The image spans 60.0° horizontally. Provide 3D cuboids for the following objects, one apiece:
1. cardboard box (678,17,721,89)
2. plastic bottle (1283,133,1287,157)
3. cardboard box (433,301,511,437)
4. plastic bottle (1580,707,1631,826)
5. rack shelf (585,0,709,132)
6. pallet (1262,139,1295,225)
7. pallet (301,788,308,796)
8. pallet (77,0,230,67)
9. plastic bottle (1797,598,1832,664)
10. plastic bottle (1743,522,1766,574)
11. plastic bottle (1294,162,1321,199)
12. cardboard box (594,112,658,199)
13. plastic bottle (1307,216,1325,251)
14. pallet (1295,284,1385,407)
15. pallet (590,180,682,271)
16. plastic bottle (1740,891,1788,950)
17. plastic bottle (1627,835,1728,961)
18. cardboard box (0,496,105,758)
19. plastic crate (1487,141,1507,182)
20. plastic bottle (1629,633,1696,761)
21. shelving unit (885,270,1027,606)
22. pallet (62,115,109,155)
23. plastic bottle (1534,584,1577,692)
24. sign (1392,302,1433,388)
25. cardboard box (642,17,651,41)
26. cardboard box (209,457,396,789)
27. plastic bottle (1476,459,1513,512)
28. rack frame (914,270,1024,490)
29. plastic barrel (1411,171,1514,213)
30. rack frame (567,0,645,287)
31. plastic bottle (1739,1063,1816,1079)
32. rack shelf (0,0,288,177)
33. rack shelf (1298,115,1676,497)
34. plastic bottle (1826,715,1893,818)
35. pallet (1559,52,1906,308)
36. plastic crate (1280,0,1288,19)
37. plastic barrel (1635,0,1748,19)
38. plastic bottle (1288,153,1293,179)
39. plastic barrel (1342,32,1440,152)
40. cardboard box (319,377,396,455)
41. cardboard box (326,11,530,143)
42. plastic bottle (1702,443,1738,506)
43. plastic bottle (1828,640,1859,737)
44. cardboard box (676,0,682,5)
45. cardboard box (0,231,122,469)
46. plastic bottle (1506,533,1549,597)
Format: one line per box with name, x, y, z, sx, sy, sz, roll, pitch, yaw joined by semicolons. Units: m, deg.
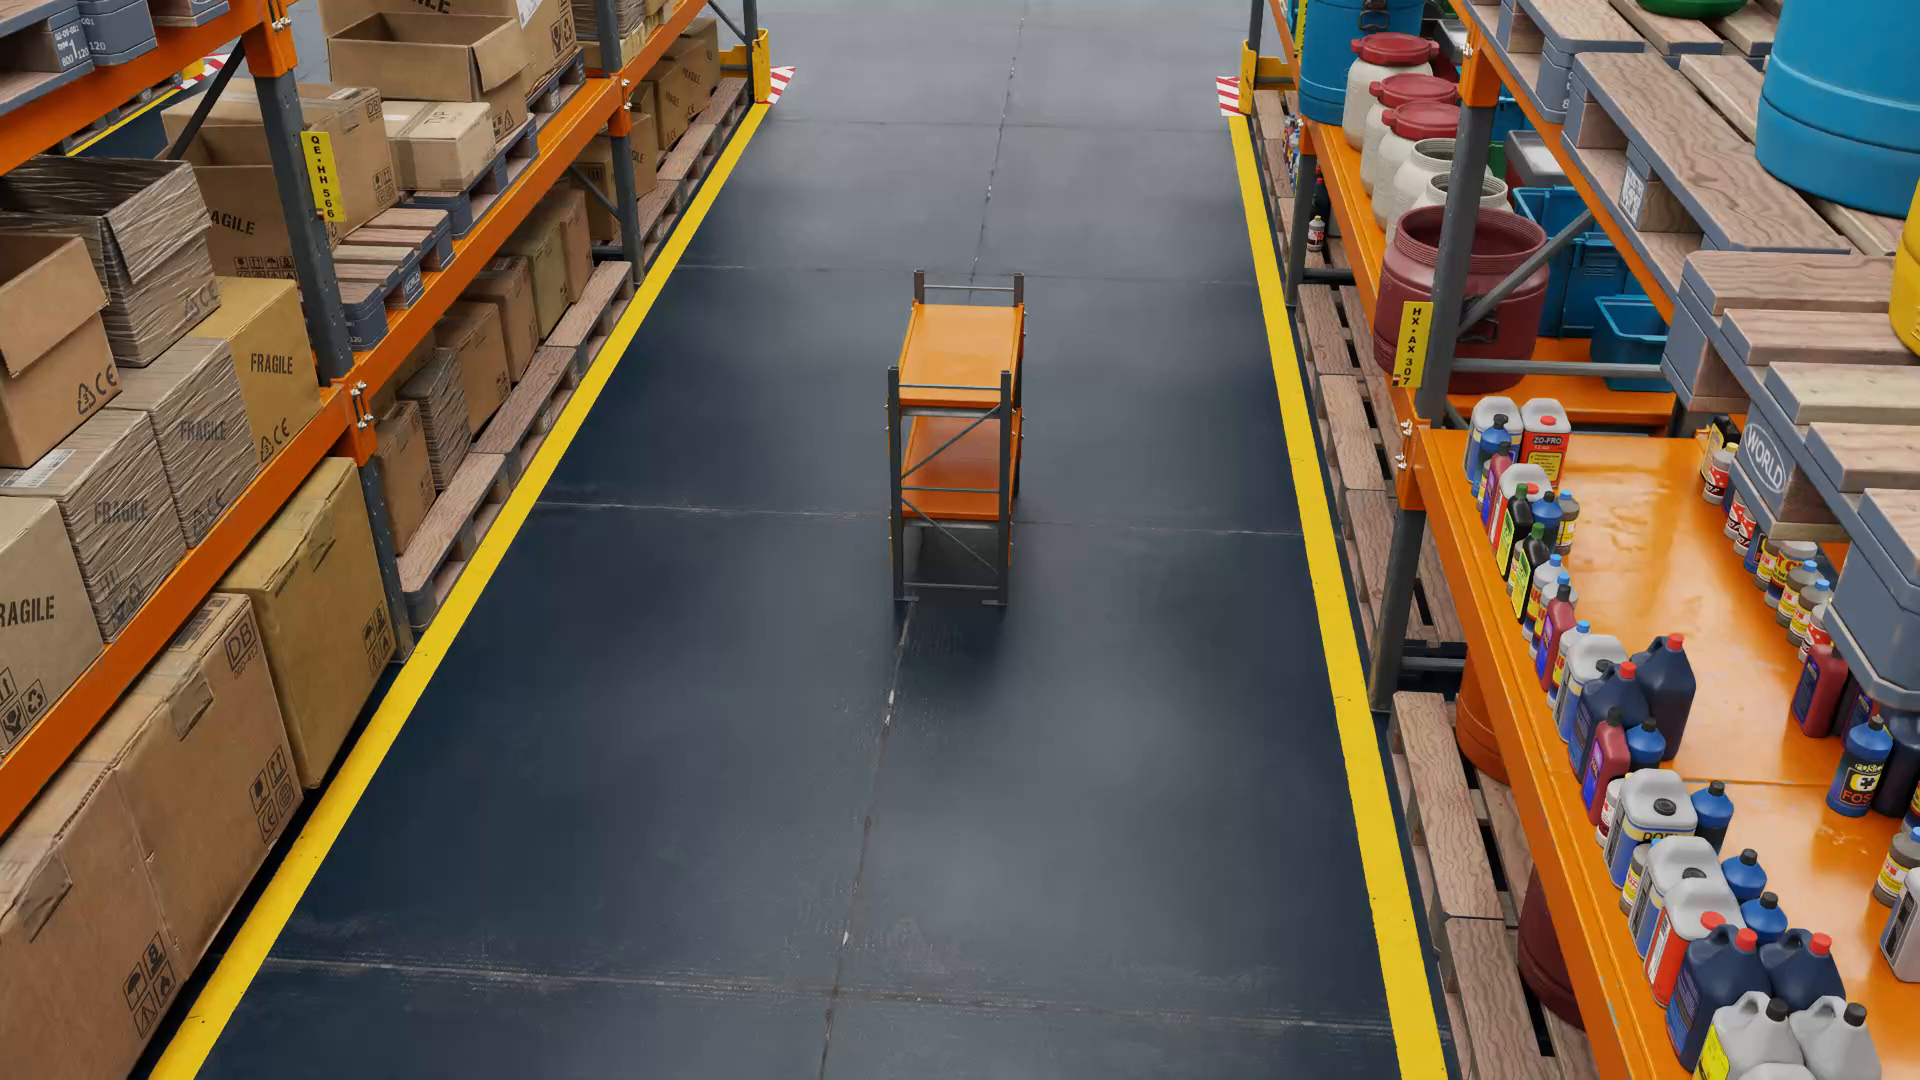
cardboard box;-2.213;-3.780;13.006;0.500;0.500;0.500;8;33;13
plastic bottle;2.324;-2.786;11.660;0.097;0.201;0.097;0;32;0
cardboard box;-2.691;-0.869;8.265;0.700;0.500;0.500;5;32;8
plastic bottle;1.597;0.556;4.100;0.061;0.283;0.133;2;32;4
rack shelf;-2.309;-3.639;11.481;1.077;0.370;4.000;2;32;4
pallet;2.658;-2.489;11.588;1.003;0.211;1.213;2;32;4
pallet;-2.937;0.789;6.269;1.003;0.211;1.213;2;32;4
pallet;-2.797;-1.665;4.914;1.213;0.211;1.003;4;32;6
plastic bottle;2.430;0.255;4.667;0.097;0.201;0.097;0;32;0
plastic bottle;2.469;-0.029;5.061;0.097;0.271;0.097;0;32;0
plastic bottle;2.272;-2.365;10.835;0.144;0.351;0.185;2;32;4
cardboard box;-2.360;-2.521;10.964;0.500;0.500;0.500;13;34;19
plastic bottle;2.184;-1.887;10.200;0.097;0.201;0.097;0;32;0
pallet;2.440;-1.088;9.314;1.003;0.211;1.213;2;32;4
pallet;-2.452;-2.065;10.899;1.003;0.211;1.213;2;32;4
plastic bottle;1.720;0.871;3.600;0.097;0.271;0.097;0;32;0
plastic bottle;1.605;0.804;3.705;0.152;0.276;0.135;2;32;4
cardboard box;-2.718;0.217;4.444;0.500;0.500;0.500;3;32;5
plastic crate;2.604;-1.675;7.810;0.450;0.188;0.662;2;32;4
plastic bottle;1.815;0.382;4.318;0.144;0.351;0.185;2;32;4
shelving unit;-0.001;-0.475;7.449;0.538;1.125;1.048;2;32;4
pallet;-7.170;-3.011;12.434;1.003;0.211;1.213;2;32;4
plastic bottle;1.642;0.268;4.566;0.061;0.283;0.133;2;32;4
sign;1.590;-0.685;5.847;0.100;0.325;0.005;2;32;4
cardboard box;-2.128;-3.154;10.248;0.380;0.149;0.250;2;32;4
cardboard box;-2.874;0.278;6.064;1.225;0.875;0.875;1;32;2
plastic bottle;1.737;-0.189;5.386;0.097;0.201;0.097;0;32;0
rack frame;0.041;-0.741;7.880;0.500;1.125;0.032;2;32;4
plastic barrel;2.010;-1.191;6.716;0.421;0.512;0.421;0;32;0
rack frame;-2.472;-2.899;9.595;1.000;3.000;0.127;2;32;4
plastic bottle;1.553;1.138;3.163;0.152;0.276;0.135;2;32;4
rack shelf;-2.960;-0.732;3.906;1.077;0.370;4.000;2;32;4
rack shelf;2.302;-1.335;7.744;1.077;0.370;4.000;2;32;4
plastic bottle;2.234;0.552;4.118;0.097;0.271;0.097;0;32;0
pallet;1.869;-0.708;3.361;1.003;0.211;1.213;2;32;4
plastic crate;2.345;-3.435;10.716;0.530;0.136;0.437;2;32;4
plastic barrel;1.824;-1.441;4.118;0.294;0.245;0.294;0;32;0
plastic bottle;2.288;-2.557;11.288;0.097;0.201;0.097;0;32;0
plastic barrel;2.168;-2.254;8.420;0.433;0.535;0.433;0;32;0
cardboard box;-2.773;-0.601;7.115;0.500;0.250;0.500;4;32;6
cardboard box;-2.521;-2.211;7.981;0.797;0.503;0.637;6;32;9
plastic bottle;2.504;-0.222;5.441;0.097;0.201;0.097;0;32;0
plastic bottle;2.384;0.334;4.396;0.144;0.351;0.185;2;32;4
cardboard box;-2.045;-3.677;11.096;0.380;0.149;0.250;2;32;4
cardboard box;-2.929;-0.555;4.740;0.797;0.503;0.637;3;32;5
plastic bottle;1.697;0.072;4.963;0.097;0.201;0.097;0;32;0
